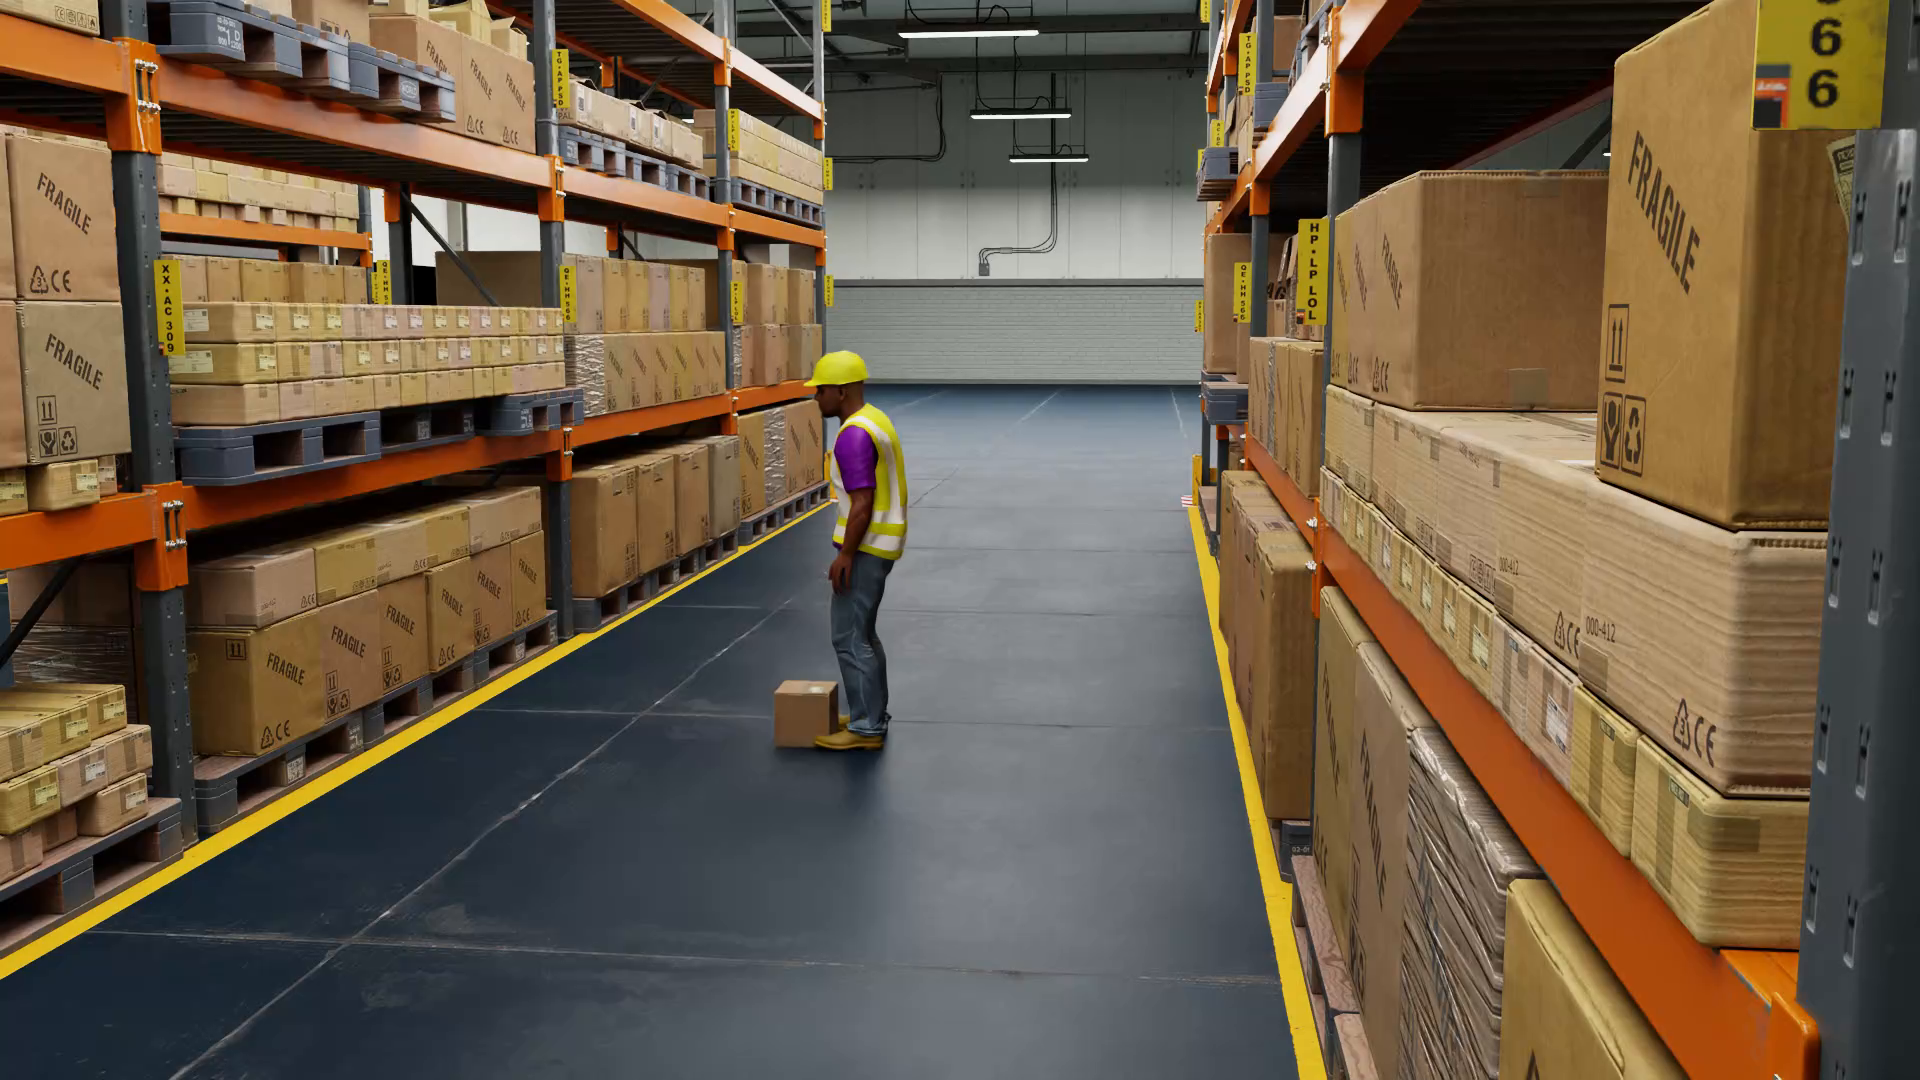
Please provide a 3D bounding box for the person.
[{"bbox_3d":[-0.461,0.042,7.405,0.455,1.760,0.613,1,8,4],"label":"person"}]
